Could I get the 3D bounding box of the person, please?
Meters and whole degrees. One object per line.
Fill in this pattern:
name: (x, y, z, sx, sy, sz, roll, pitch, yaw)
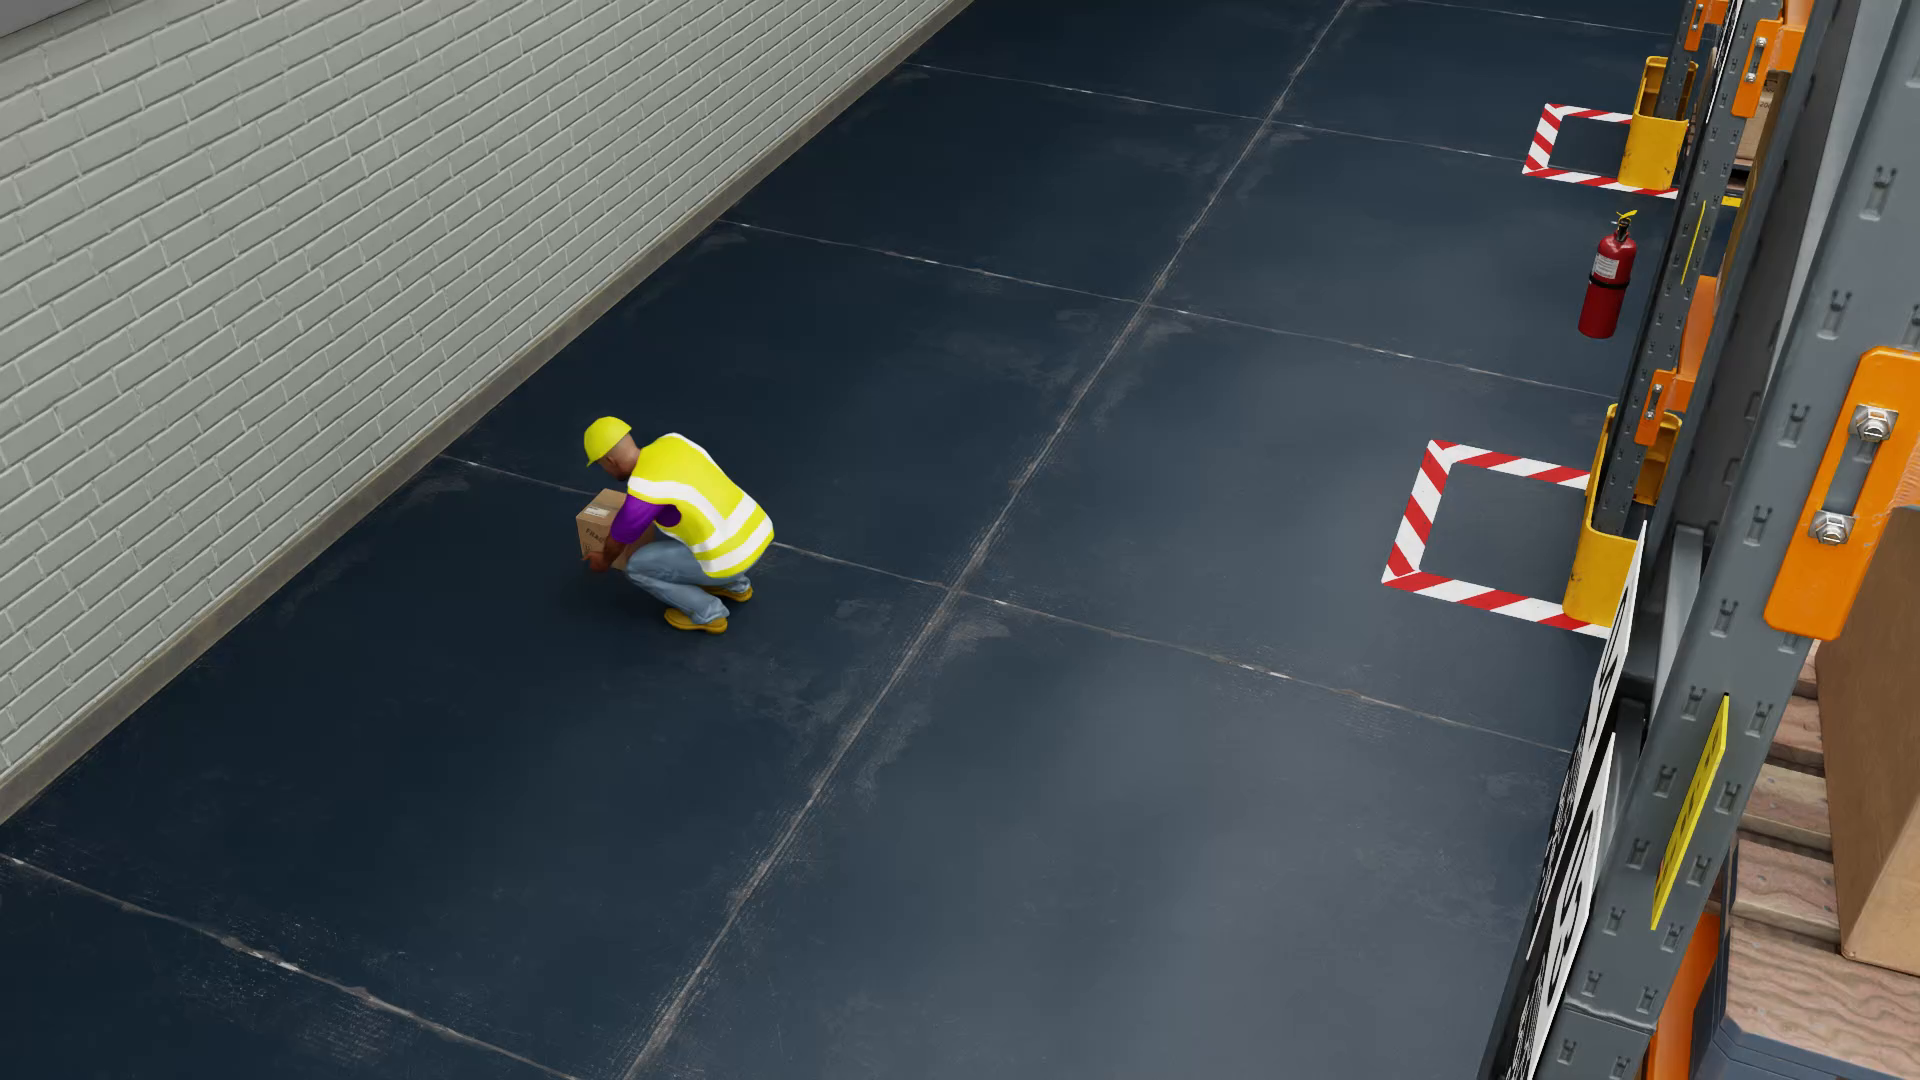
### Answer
person: (-1.307, -0.099, 7.570, 0.873, 1.001, 0.587, 14, 39, 18)
